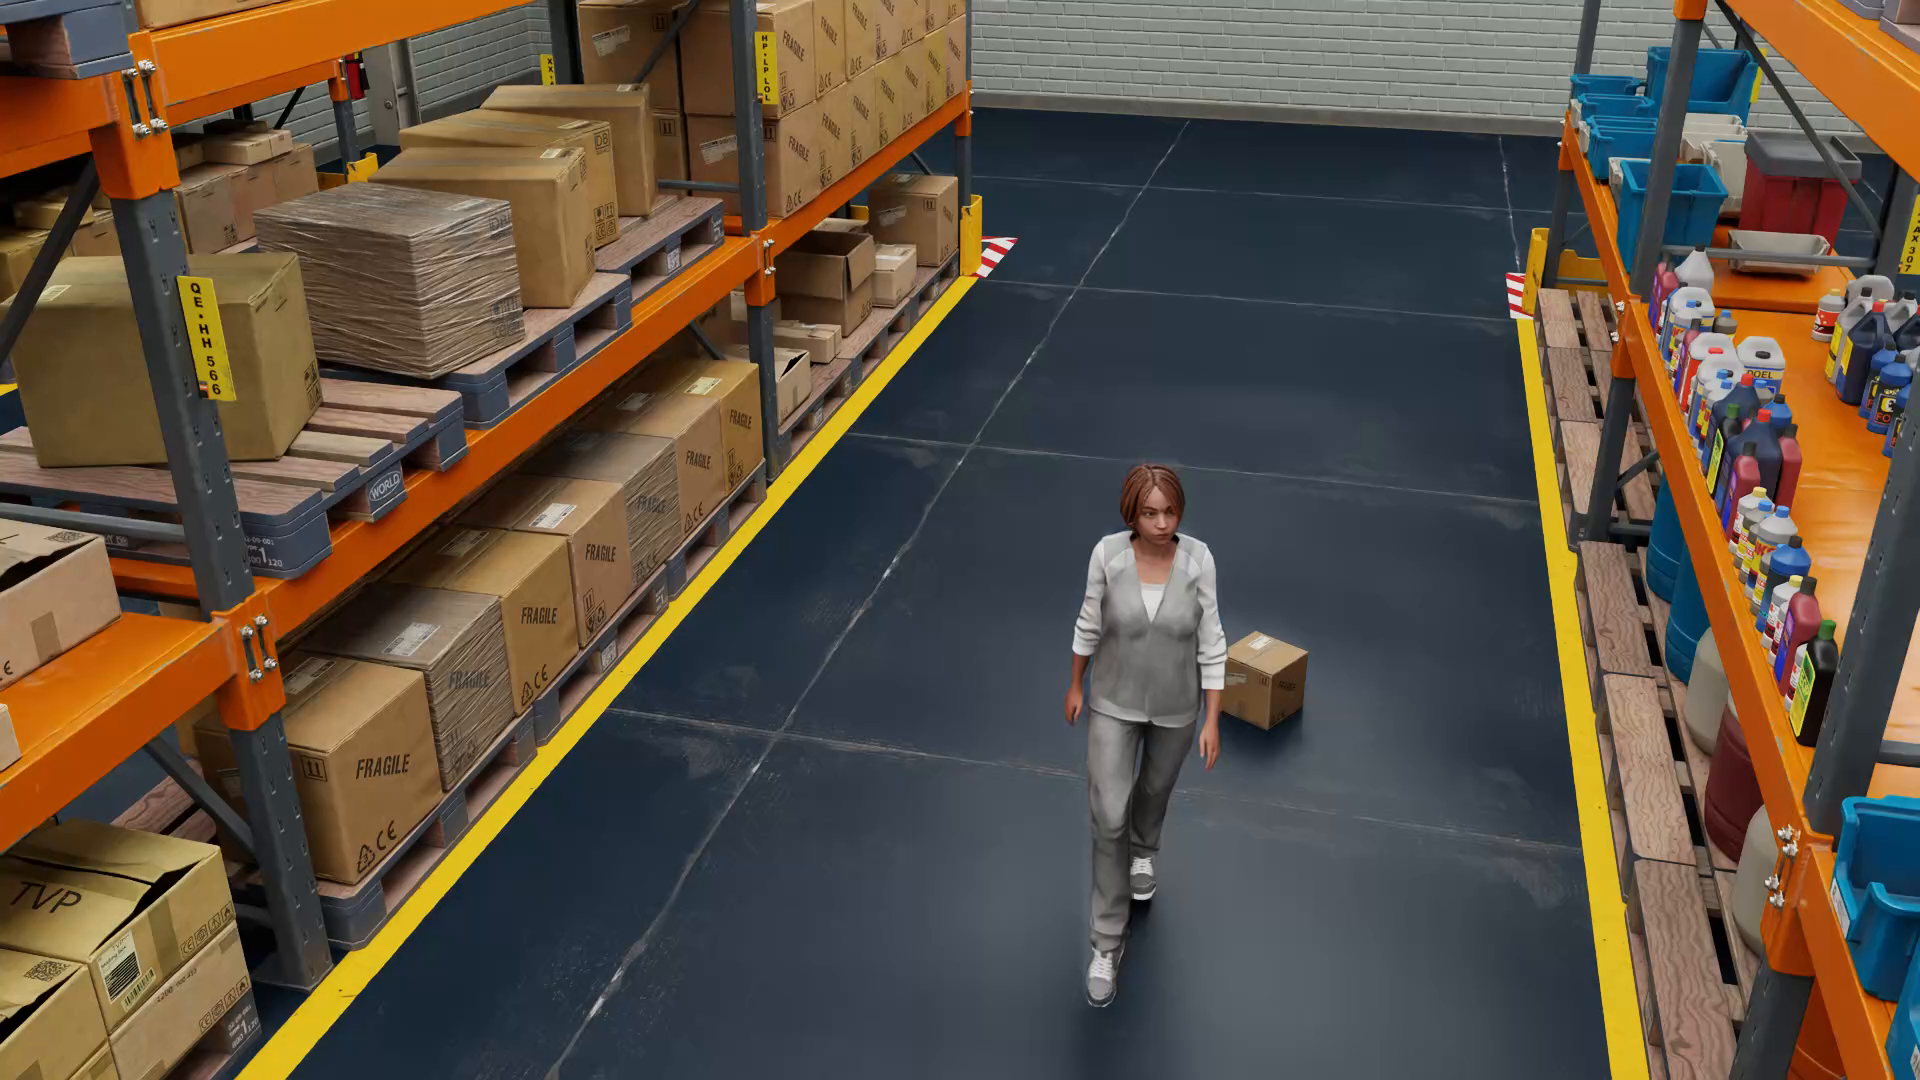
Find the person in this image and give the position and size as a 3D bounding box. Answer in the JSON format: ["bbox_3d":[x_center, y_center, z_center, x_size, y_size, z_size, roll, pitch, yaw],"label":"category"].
[{"bbox_3d":[0.557,0.539,5.007,0.459,1.620,0.724,-1,26,-1],"label":"person"}]
